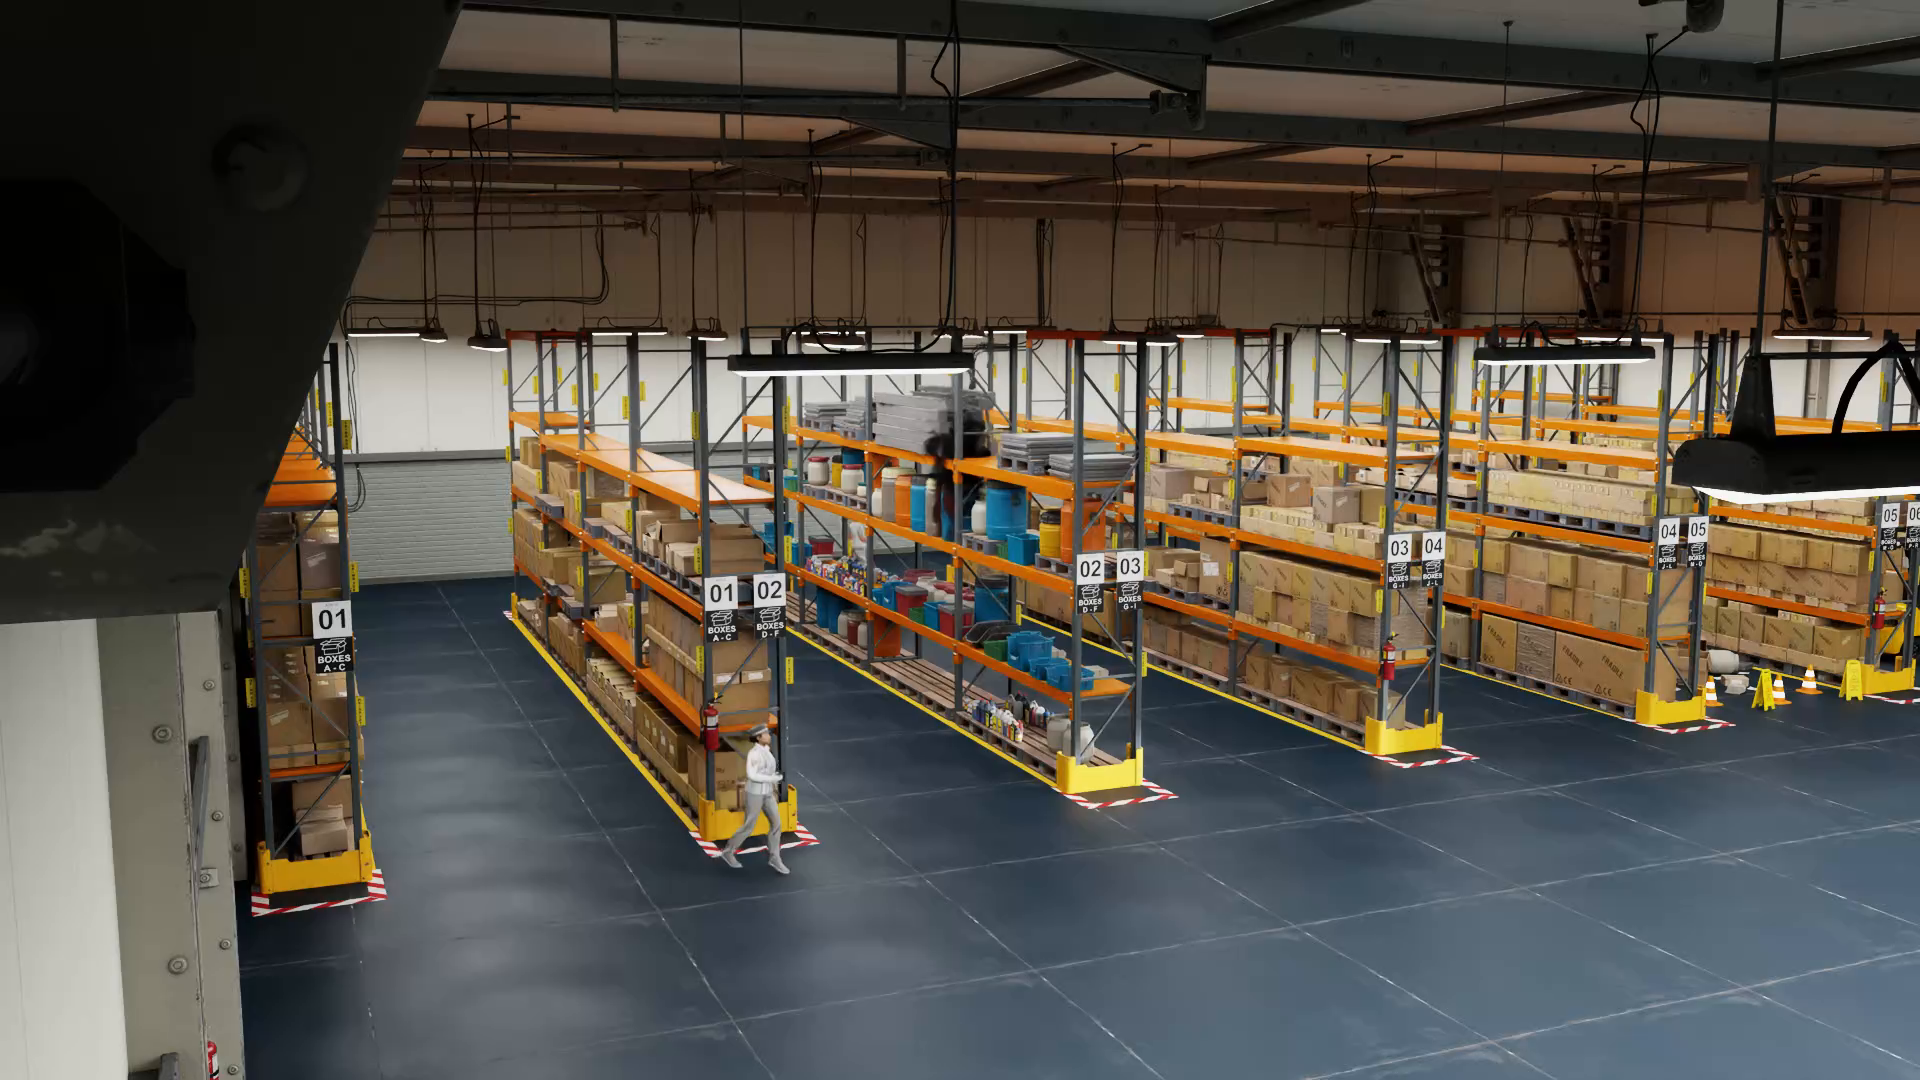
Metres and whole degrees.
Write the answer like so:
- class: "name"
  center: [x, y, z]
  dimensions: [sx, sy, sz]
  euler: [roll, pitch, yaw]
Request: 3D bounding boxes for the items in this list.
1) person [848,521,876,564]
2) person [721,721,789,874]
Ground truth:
- class: "person"
  center: [-2.324, 0.171, 38.942]
  dimensions: [0.601, 1.739, 0.648]
  euler: [-4, 9, -25]
- class: "person"
  center: [-2.302, 2.915, 18.974]
  dimensions: [0.818, 1.716, 0.641]
  euler: [2, 8, 15]
